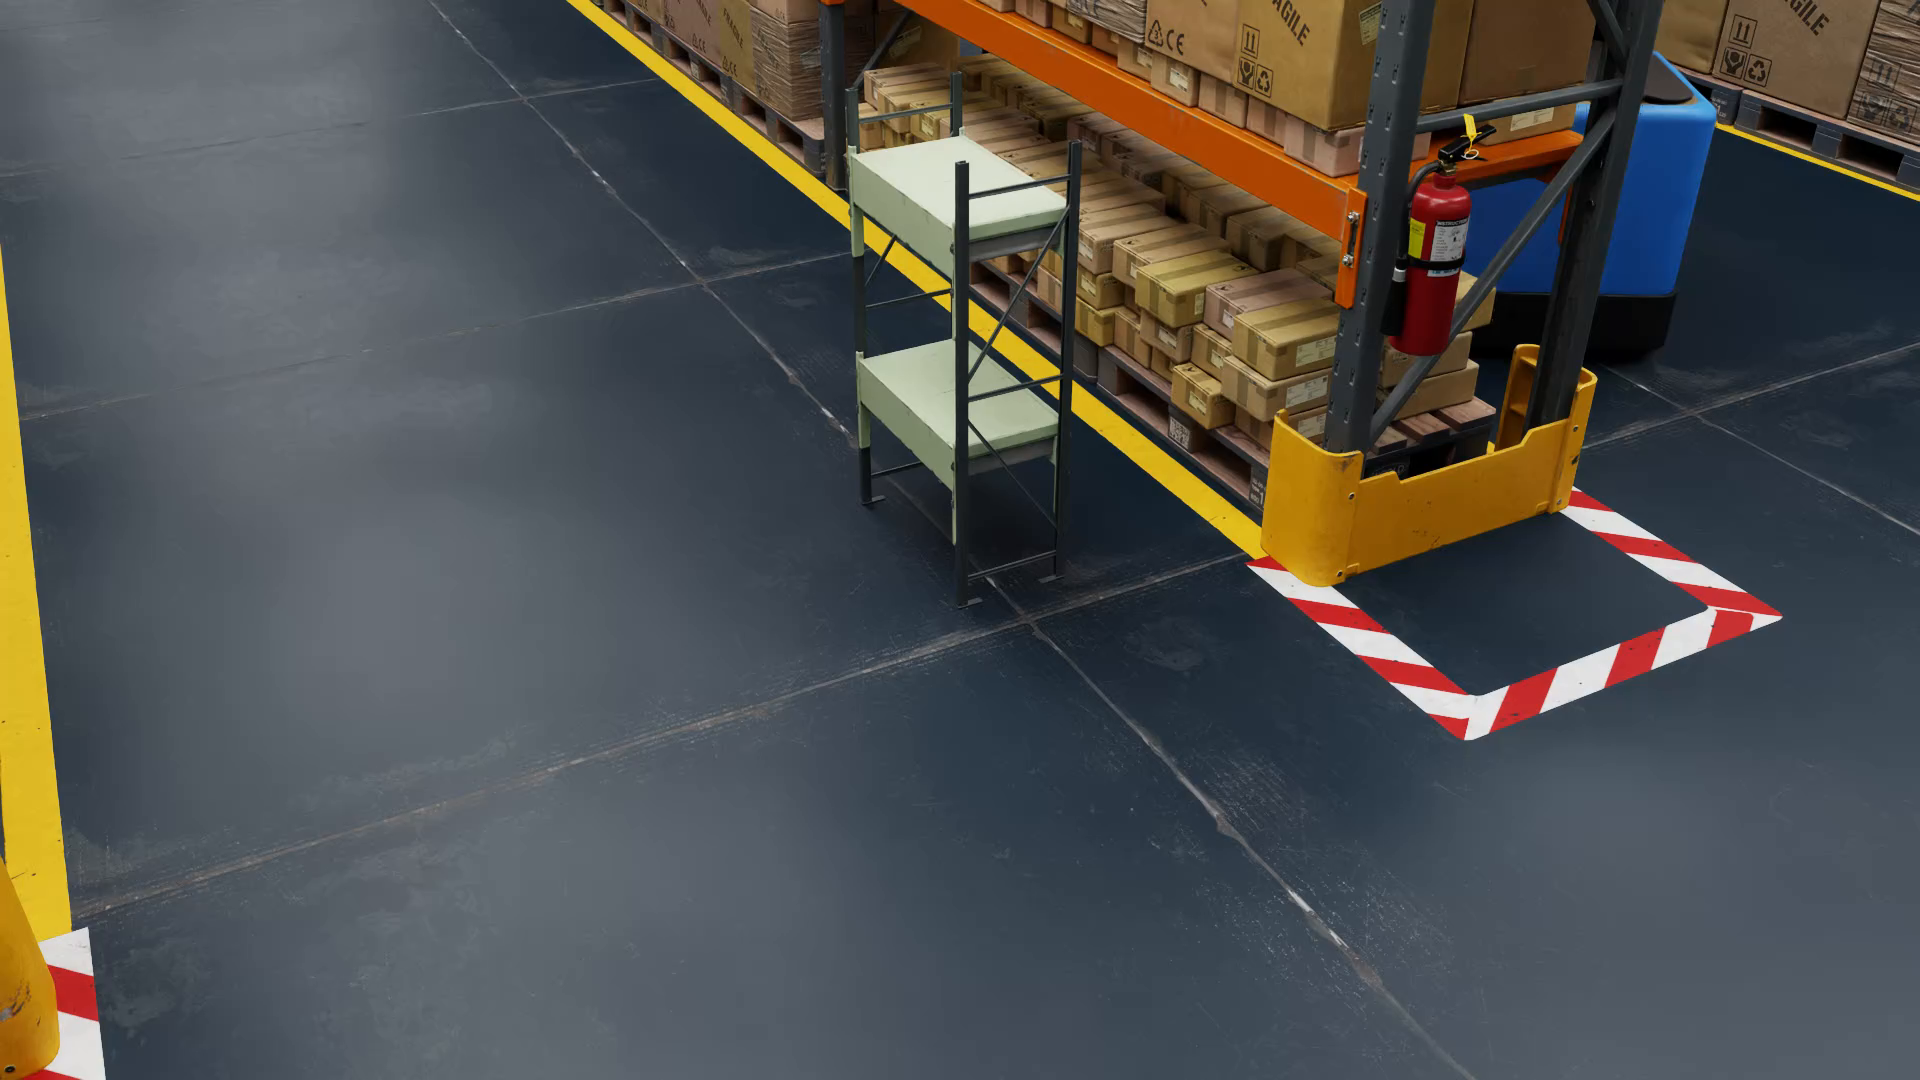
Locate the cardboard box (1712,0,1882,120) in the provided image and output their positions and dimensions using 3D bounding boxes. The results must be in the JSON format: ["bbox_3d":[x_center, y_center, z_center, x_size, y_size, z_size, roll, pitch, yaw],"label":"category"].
[{"bbox_3d":[4.868,-2.912,9.095,0.875,0.875,0.875,-16,36,-23],"label":"cardboard box"}]

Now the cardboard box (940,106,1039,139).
[{"bbox_3d":[0.133,-1.832,7.531,0.380,0.149,0.250,-17,36,-24],"label":"cardboard box"}]

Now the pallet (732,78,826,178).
[{"bbox_3d":[-0.587,-2.392,9.288,1.003,0.211,1.213,-16,36,-23],"label":"pallet"}]

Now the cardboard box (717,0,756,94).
[{"bbox_3d":[-1.030,-2.854,9.353,0.500,0.500,0.500,-17,36,-24],"label":"cardboard box"}]

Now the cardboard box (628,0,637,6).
[{"bbox_3d":[-1.984,-3.827,10.870,0.500,0.500,0.500,-17,37,-25],"label":"cardboard box"}]

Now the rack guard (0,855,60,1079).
[{"bbox_3d":[-2.679,1.071,3.615,1.175,0.500,0.348,-16,36,-23],"label":"rack guard"}]

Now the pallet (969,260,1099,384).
[{"bbox_3d":[0.694,-1.127,7.313,1.003,0.211,1.213,-16,36,-23],"label":"pallet"}]

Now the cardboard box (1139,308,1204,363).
[{"bbox_3d":[0.899,-0.816,6.220,0.380,0.149,0.250,-17,37,-25],"label":"cardboard box"}]

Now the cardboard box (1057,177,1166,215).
[{"bbox_3d":[0.607,-1.336,6.756,0.380,0.149,0.250,-17,36,-25],"label":"cardboard box"}]

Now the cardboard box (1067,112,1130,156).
[{"bbox_3d":[0.710,-1.839,7.543,0.380,0.149,0.250,-18,37,-25],"label":"cardboard box"}]

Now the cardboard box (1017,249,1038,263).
[{"bbox_3d":[0.390,-1.311,6.993,0.380,0.149,0.250,-15,36,-23],"label":"cardboard box"}]

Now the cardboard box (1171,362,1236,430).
[{"bbox_3d":[1.002,-0.559,6.095,0.380,0.149,0.250,-15,35,-22],"label":"cardboard box"}]

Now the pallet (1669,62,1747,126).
[{"bbox_3d":[4.497,-2.838,9.984,1.003,0.211,1.213,-16,36,-23],"label":"pallet"}]

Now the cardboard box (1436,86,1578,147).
[{"bbox_3d":[1.781,-1.418,5.415,0.380,0.149,0.250,-16,36,-23],"label":"cardboard box"}]

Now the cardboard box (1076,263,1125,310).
[{"bbox_3d":[0.647,-1.060,6.601,0.380,0.149,0.250,-15,36,-22],"label":"cardboard box"}]

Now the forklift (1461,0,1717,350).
[{"bbox_3d":[2.478,-2.780,7.372,1.130,2.935,3.031,2,33,3],"label":"forklift"}]

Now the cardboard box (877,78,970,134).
[{"bbox_3d":[-0.170,-2.059,7.886,0.380,0.149,0.250,-14,35,-21],"label":"cardboard box"}]

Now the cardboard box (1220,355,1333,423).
[{"bbox_3d":[1.143,-0.568,5.834,0.380,0.149,0.250,-17,36,-24],"label":"cardboard box"}]

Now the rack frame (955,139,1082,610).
[{"bbox_3d":[0.168,-0.460,5.078,0.400,1.500,0.023,-16,36,-23],"label":"rack frame"}]

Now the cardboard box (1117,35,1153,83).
[{"bbox_3d":[0.790,-1.758,5.947,0.380,0.149,0.250,-18,37,-25],"label":"cardboard box"}]

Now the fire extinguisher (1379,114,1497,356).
[{"bbox_3d":[1.351,-0.861,4.730,0.296,0.674,0.183,-16,36,-23],"label":"fire extinguisher"}]

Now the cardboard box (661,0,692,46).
[{"bbox_3d":[-1.503,-3.344,10.117,0.500,0.500,0.500,-17,36,-24],"label":"cardboard box"}]

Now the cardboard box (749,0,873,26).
[{"bbox_3d":[-0.794,-2.927,8.771,0.500,0.250,0.500,-17,36,-24],"label":"cardboard box"}]

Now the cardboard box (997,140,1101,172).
[{"bbox_3d":[0.380,-1.581,7.139,0.380,0.149,0.250,-17,37,-25],"label":"cardboard box"}]

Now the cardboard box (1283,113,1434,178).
[{"bbox_3d":[1.240,-1.265,5.177,0.380,0.149,0.250,-16,36,-23],"label":"cardboard box"}]

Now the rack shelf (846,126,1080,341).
[{"bbox_3d":[-0.003,-0.963,5.140,0.431,0.370,0.720,-16,36,-23],"label":"rack shelf"}]

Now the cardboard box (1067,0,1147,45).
[{"bbox_3d":[0.724,-2.090,5.863,0.500,0.500,0.500,-16,36,-23],"label":"cardboard box"}]

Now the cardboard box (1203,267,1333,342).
[{"bbox_3d":[1.104,-0.837,5.977,0.380,0.149,0.250,-15,36,-22],"label":"cardboard box"}]

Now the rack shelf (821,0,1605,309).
[{"bbox_3d":[0.709,-1.938,6.661,1.077,0.370,4.000,-16,36,-23],"label":"rack shelf"}]

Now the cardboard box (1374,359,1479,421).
[{"bbox_3d":[1.681,-0.593,6.149,0.380,0.149,0.250,-15,36,-22],"label":"cardboard box"}]

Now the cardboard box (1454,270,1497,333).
[{"bbox_3d":[1.698,-0.849,5.996,0.380,0.149,0.250,-18,37,-25],"label":"cardboard box"}]

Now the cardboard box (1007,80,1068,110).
[{"bbox_3d":[0.450,-2.089,7.932,0.380,0.149,0.250,-16,36,-24],"label":"cardboard box"}]

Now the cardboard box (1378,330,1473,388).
[{"bbox_3d":[1.625,-0.703,6.044,0.380,0.149,0.250,-14,35,-21],"label":"cardboard box"}]

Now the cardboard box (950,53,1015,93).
[{"bbox_3d":[0.173,-2.318,8.289,0.380,0.149,0.250,-15,36,-22],"label":"cardboard box"}]

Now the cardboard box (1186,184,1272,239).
[{"bbox_3d":[1.149,-1.335,6.755,0.380,0.149,0.250,-14,35,-21],"label":"cardboard box"}]

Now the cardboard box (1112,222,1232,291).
[{"bbox_3d":[0.807,-1.068,6.338,0.380,0.149,0.250,-17,37,-25],"label":"cardboard box"}]

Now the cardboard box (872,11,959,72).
[{"bbox_3d":[-0.333,-2.739,9.172,0.500,0.500,0.500,-14,35,-21],"label":"cardboard box"}]

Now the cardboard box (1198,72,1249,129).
[{"bbox_3d":[1.027,-1.509,5.558,0.380,0.149,0.250,-16,36,-24],"label":"cardboard box"}]

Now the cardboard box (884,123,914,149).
[{"bbox_3d":[-0.140,-1.945,7.983,0.380,0.149,0.250,-16,36,-23],"label":"cardboard box"}]

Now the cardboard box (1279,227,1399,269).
[{"bbox_3d":[1.459,-1.103,6.392,0.380,0.149,0.250,-16,36,-23],"label":"cardboard box"}]

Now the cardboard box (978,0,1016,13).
[{"bbox_3d":[0.276,-2.256,6.723,0.380,0.149,0.250,-14,35,-21],"label":"cardboard box"}]

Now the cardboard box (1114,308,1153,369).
[{"bbox_3d":[0.829,-0.821,6.504,0.380,0.149,0.250,-15,36,-23],"label":"cardboard box"}]

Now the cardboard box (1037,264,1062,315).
[{"bbox_3d":[0.545,-1.063,6.881,0.380,0.149,0.250,-15,36,-22],"label":"cardboard box"}]

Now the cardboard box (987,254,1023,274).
[{"bbox_3d":[0.303,-1.308,7.265,0.380,0.149,0.250,-17,36,-24],"label":"cardboard box"}]

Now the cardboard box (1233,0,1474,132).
[{"bbox_3d":[1.205,-1.603,5.104,0.500,0.500,0.500,-15,36,-22],"label":"cardboard box"}]

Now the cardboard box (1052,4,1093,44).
[{"bbox_3d":[0.579,-2.024,6.362,0.380,0.149,0.250,-15,36,-22],"label":"cardboard box"}]

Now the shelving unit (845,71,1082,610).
[{"bbox_3d":[-0.003,-0.635,5.350,0.431,1.500,0.755,-16,36,-23],"label":"shelving unit"}]

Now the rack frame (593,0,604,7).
[{"bbox_3d":[-2.088,-5.104,10.936,1.000,3.000,0.127,-16,36,-23],"label":"rack frame"}]

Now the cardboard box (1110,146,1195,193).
[{"bbox_3d":[0.865,-1.568,7.118,0.380,0.149,0.250,-16,36,-23],"label":"cardboard box"}]

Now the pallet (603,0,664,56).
[{"bbox_3d":[-1.725,-3.557,11.106,1.003,0.211,1.213,-16,36,-23],"label":"pallet"}]
